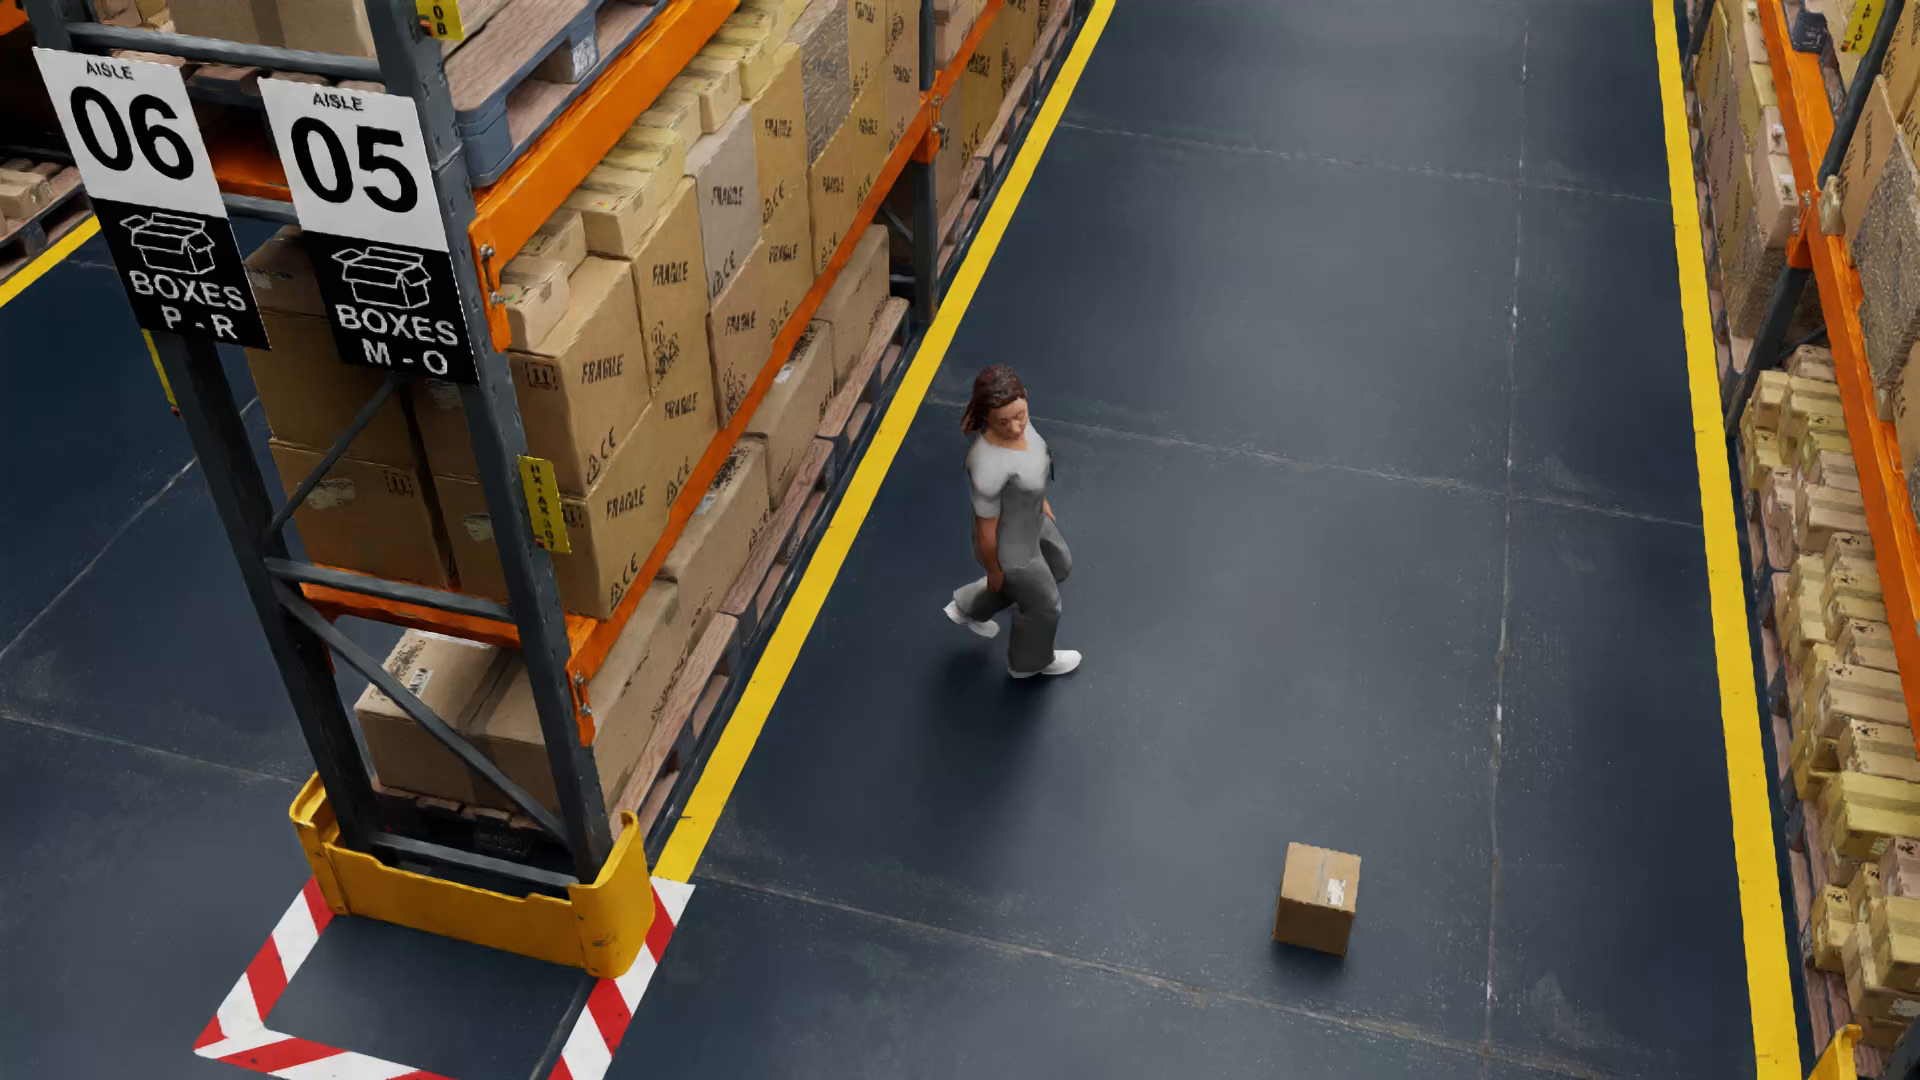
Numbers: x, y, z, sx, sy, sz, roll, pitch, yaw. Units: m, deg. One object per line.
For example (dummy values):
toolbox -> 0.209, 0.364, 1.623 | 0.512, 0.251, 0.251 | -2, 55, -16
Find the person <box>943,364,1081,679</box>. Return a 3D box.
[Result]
person -> 0.192, -0.010, 6.209 | 0.567, 1.620, 0.531 | 5, 41, 6
